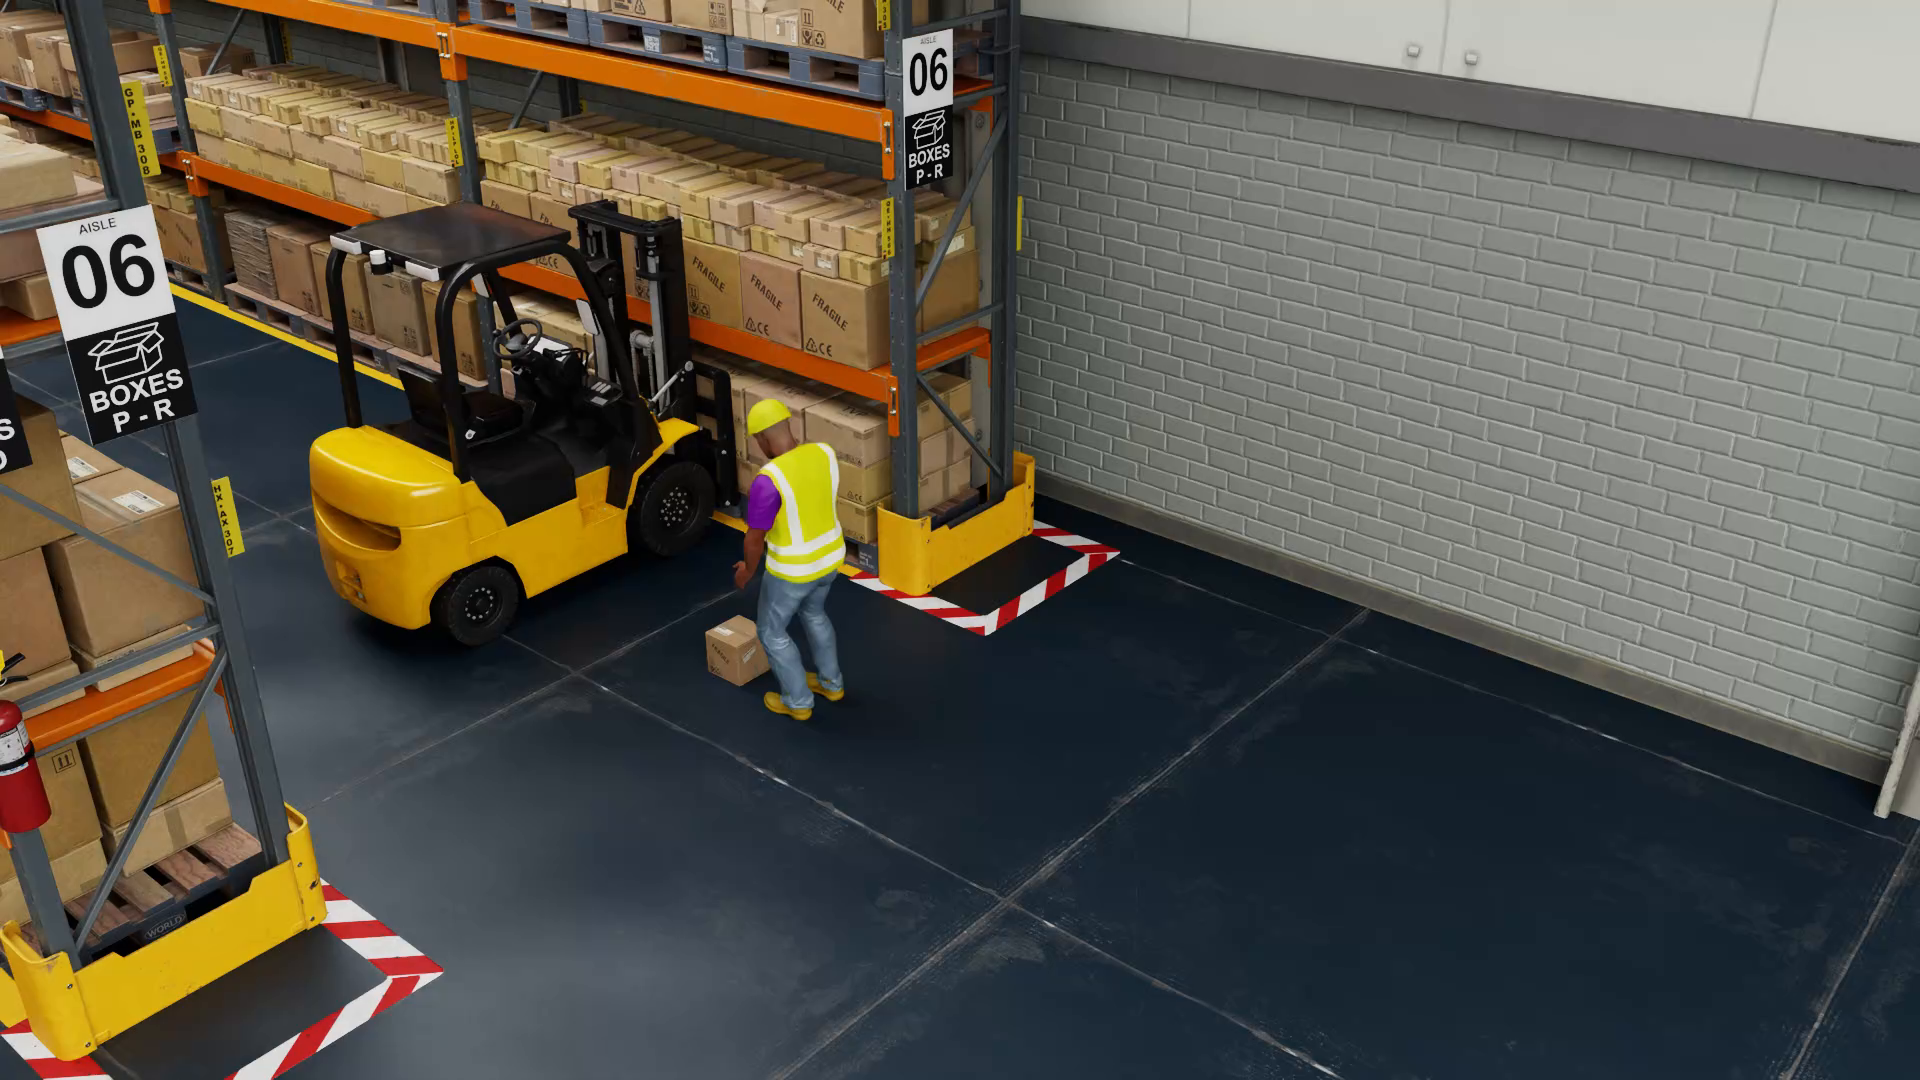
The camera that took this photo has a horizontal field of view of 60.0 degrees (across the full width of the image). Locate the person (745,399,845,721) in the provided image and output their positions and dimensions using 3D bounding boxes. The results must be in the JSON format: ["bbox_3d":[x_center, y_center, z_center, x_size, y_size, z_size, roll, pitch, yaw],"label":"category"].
[{"bbox_3d":[-0.848,0.098,8.469,0.471,1.707,0.454,22,34,36],"label":"person"}]
